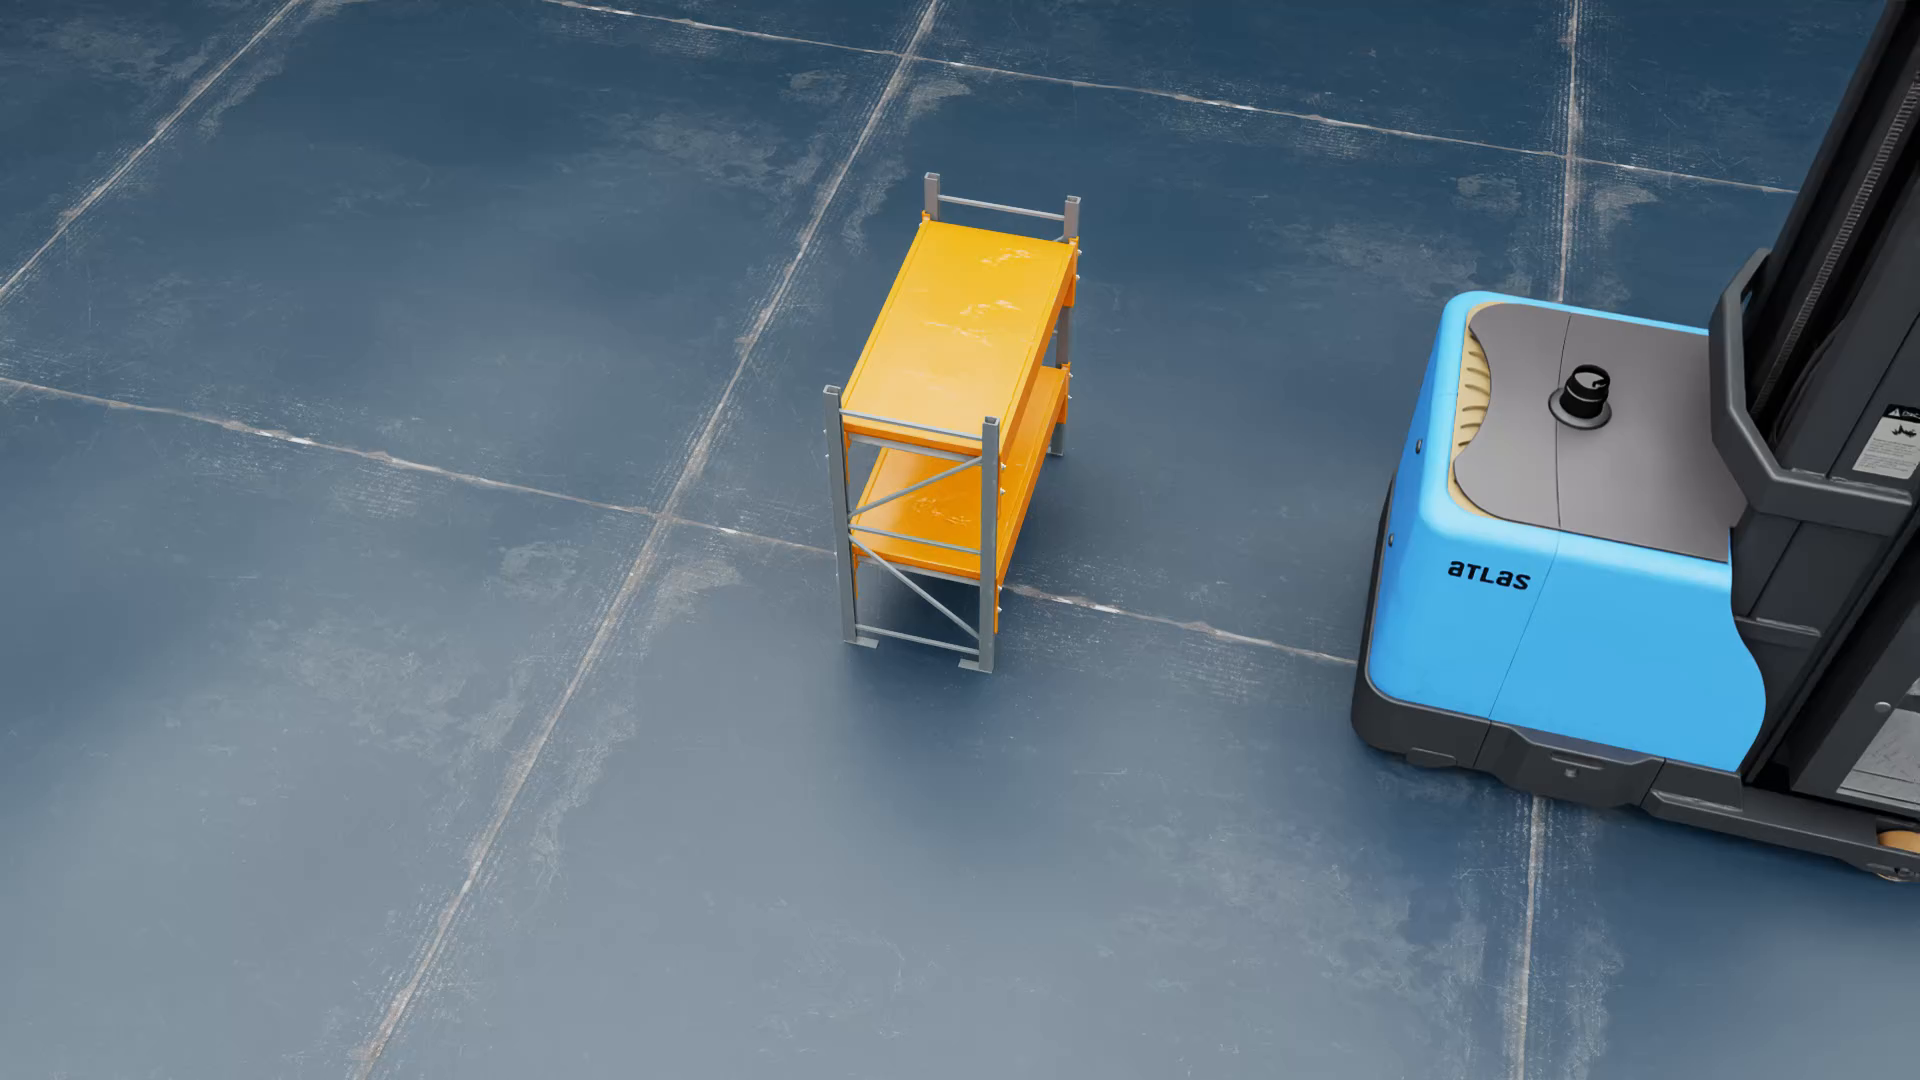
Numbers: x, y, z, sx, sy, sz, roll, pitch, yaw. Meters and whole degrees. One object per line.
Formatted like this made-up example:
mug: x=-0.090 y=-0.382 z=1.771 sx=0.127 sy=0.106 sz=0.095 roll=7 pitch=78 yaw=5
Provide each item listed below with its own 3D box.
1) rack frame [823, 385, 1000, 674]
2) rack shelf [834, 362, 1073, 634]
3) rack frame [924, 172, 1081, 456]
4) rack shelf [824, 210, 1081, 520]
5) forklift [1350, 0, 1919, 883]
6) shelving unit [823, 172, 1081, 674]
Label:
rack frame: x=-0.136 y=0.000 z=4.999 sx=0.500 sy=1.125 sz=0.032 roll=12 pitch=50 yaw=10
rack shelf: x=-0.002 y=-0.206 z=5.507 sx=0.538 sy=0.278 sz=1.000 roll=12 pitch=50 yaw=10
rack frame: x=0.132 y=-0.735 z=5.648 sx=0.500 sy=1.125 sz=0.032 roll=12 pitch=50 yaw=10
rack shelf: x=-0.002 y=-0.561 z=5.104 sx=0.538 sy=0.278 sz=1.000 roll=12 pitch=50 yaw=10
forklift: x=2.787 y=-0.378 z=4.128 sx=3.031 sy=2.935 sz=1.130 roll=12 pitch=50 yaw=10
shelving unit: x=-0.002 y=-0.367 z=5.324 sx=0.538 sy=1.125 sz=1.048 roll=12 pitch=50 yaw=10
